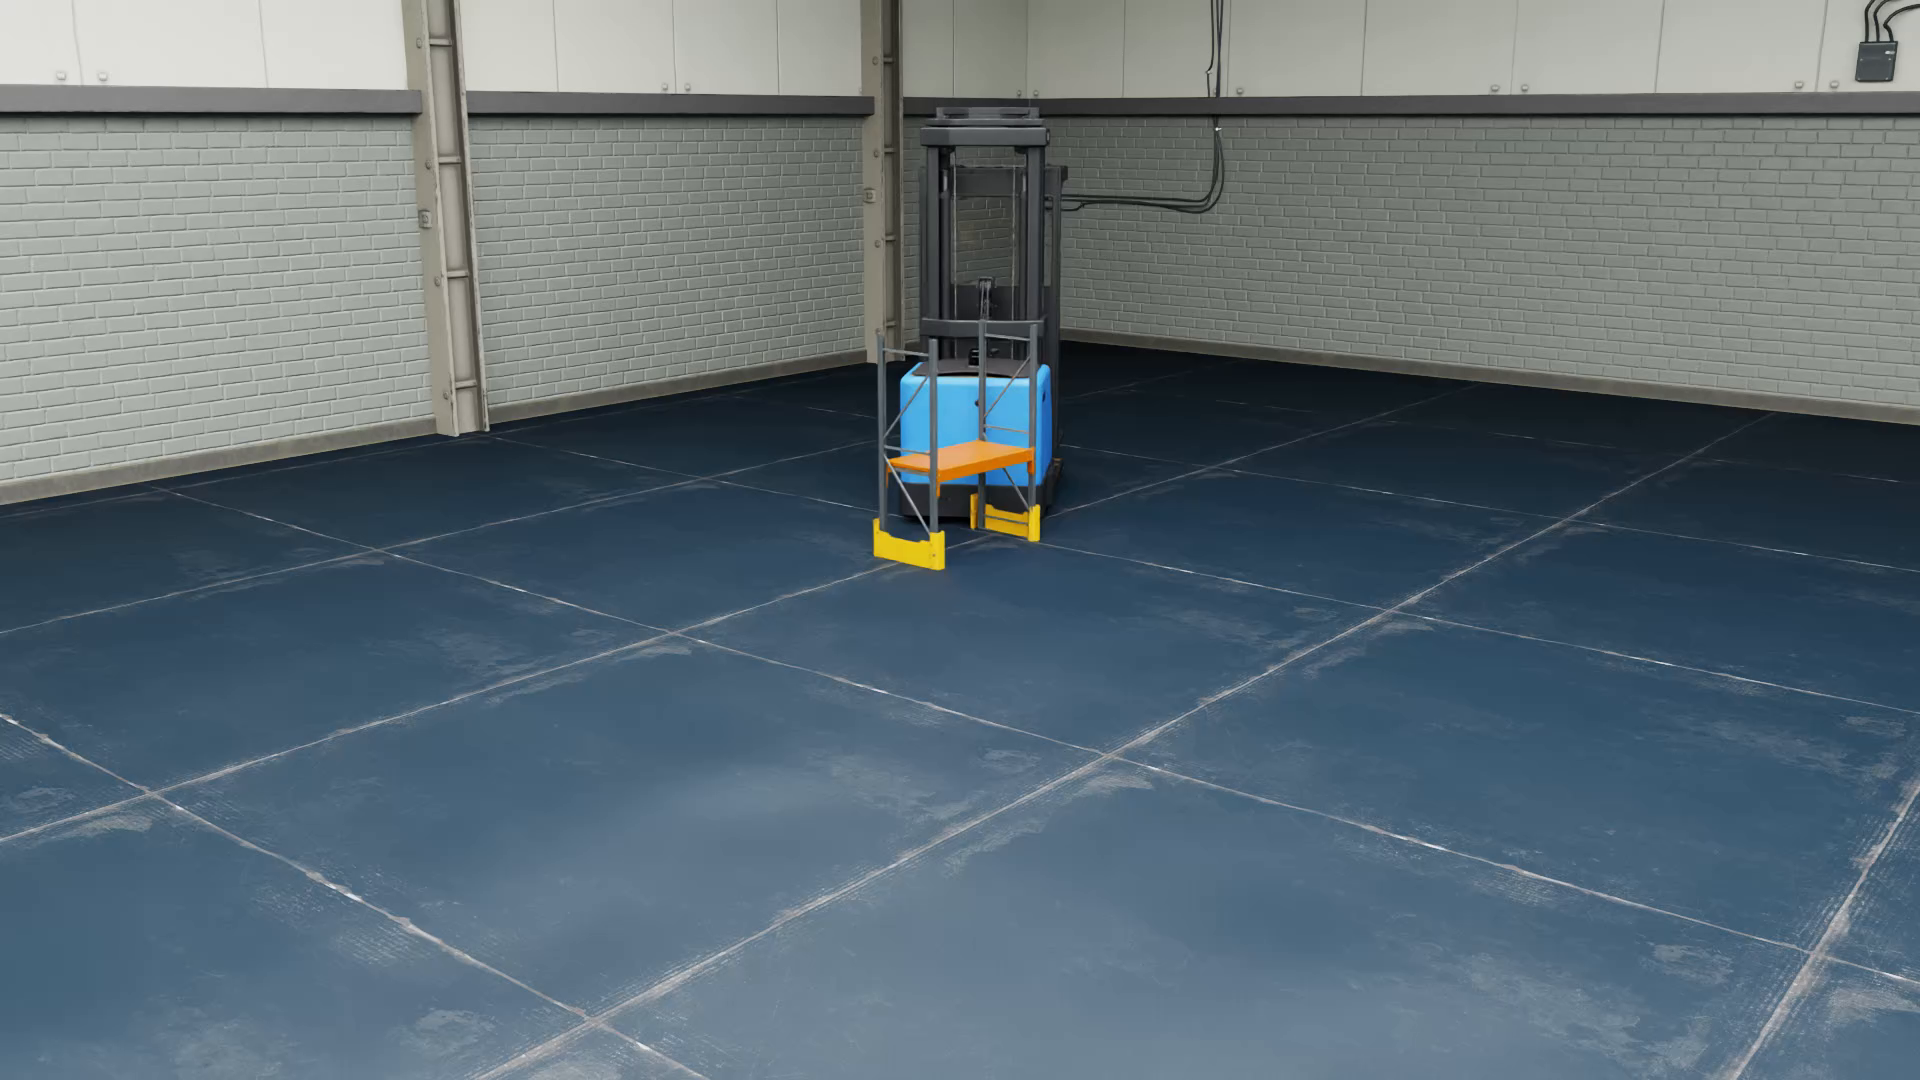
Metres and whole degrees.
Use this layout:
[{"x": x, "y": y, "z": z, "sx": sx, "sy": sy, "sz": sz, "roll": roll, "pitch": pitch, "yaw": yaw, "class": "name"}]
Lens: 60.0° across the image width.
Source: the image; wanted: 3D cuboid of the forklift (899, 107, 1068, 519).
[{"x": 0.260, "y": -1.883, "z": 13.083, "sx": 1.130, "sy": 2.935, "sz": 3.031, "roll": 2, "pitch": 14, "yaw": 7, "class": "forklift"}]

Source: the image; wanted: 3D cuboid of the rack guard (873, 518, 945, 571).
[{"x": -0.341, "y": 0.027, "z": 11.011, "sx": 0.587, "sy": 0.250, "sz": 0.087, "roll": 12, "pitch": 19, "yaw": 40, "class": "rack guard"}]

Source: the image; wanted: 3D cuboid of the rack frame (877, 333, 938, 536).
[{"x": -0.341, "y": -0.579, "z": 10.856, "sx": 0.500, "sy": 1.500, "sz": 0.032, "roll": 12, "pitch": 19, "yaw": 40, "class": "rack frame"}]

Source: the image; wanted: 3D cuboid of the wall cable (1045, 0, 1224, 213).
[{"x": 1.974, "y": -5.384, "z": 20.849, "sx": 3.097, "sy": 2.526, "sz": 0.112, "roll": 11, "pitch": 18, "yaw": 38, "class": "wall cable"}]

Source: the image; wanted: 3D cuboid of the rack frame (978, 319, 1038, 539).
[{"x": 0.328, "y": -0.767, "z": 11.598, "sx": 0.500, "sy": 1.500, "sz": 0.032, "roll": 12, "pitch": 19, "yaw": 40, "class": "rack frame"}]

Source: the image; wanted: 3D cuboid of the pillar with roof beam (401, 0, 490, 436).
[{"x": -1.328, "y": -4.715, "z": 11.905, "sx": 9.100, "sy": 9.000, "sz": 0.400, "roll": 11, "pitch": 18, "yaw": 38, "class": "pillar with roof beam"}]

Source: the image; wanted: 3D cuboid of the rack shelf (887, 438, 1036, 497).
[{"x": -0.007, "y": -0.499, "z": 11.271, "sx": 0.538, "sy": 0.185, "sz": 1.000, "roll": 12, "pitch": 19, "yaw": 40, "class": "rack shelf"}]

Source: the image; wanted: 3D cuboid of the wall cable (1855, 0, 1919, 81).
[{"x": 9.348, "y": -7.066, "z": 14.253, "sx": 2.305, "sy": 6.003, "sz": 0.169, "roll": 11, "pitch": 18, "yaw": 38, "class": "wall cable"}]

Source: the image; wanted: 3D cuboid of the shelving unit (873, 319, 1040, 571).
[{"x": -0.013, "y": -0.671, "z": 11.220, "sx": 0.587, "sy": 1.500, "sz": 1.083, "roll": 12, "pitch": 19, "yaw": 40, "class": "shelving unit"}]

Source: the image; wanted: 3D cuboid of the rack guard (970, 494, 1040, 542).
[{"x": 0.315, "y": -0.158, "z": 11.737, "sx": 0.587, "sy": 0.250, "sz": 0.087, "roll": 12, "pitch": 19, "yaw": 40, "class": "rack guard"}]

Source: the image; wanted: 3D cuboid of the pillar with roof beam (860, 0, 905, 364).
[{"x": 2.443, "y": -5.864, "z": 16.428, "sx": 9.100, "sy": 9.000, "sz": 0.400, "roll": 11, "pitch": 18, "yaw": 38, "class": "pillar with roof beam"}]
